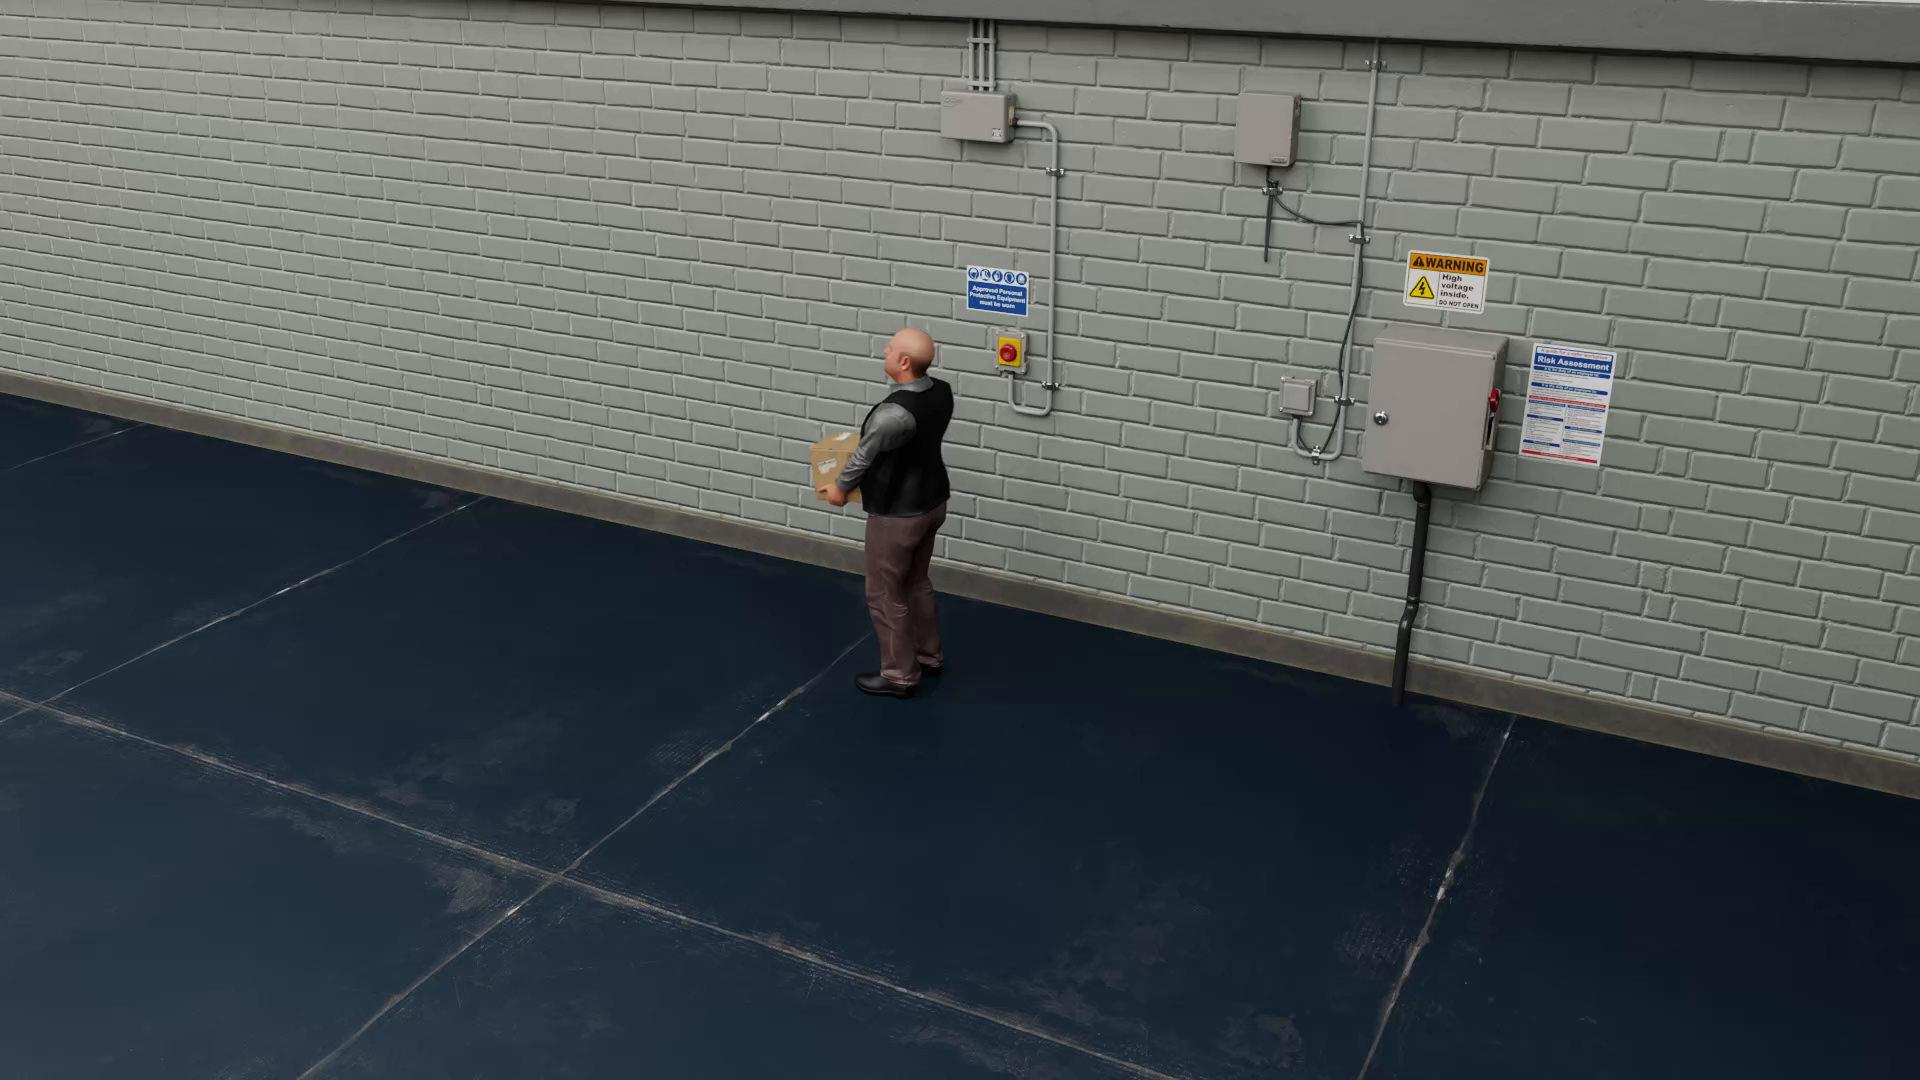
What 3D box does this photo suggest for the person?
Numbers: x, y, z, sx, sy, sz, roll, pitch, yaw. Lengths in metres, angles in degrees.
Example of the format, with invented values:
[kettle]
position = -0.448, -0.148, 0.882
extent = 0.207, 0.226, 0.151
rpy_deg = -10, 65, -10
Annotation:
[person]
position = -0.339, -0.139, 7.471
extent = 0.560, 1.711, 0.494
rpy_deg = 11, 25, 25
